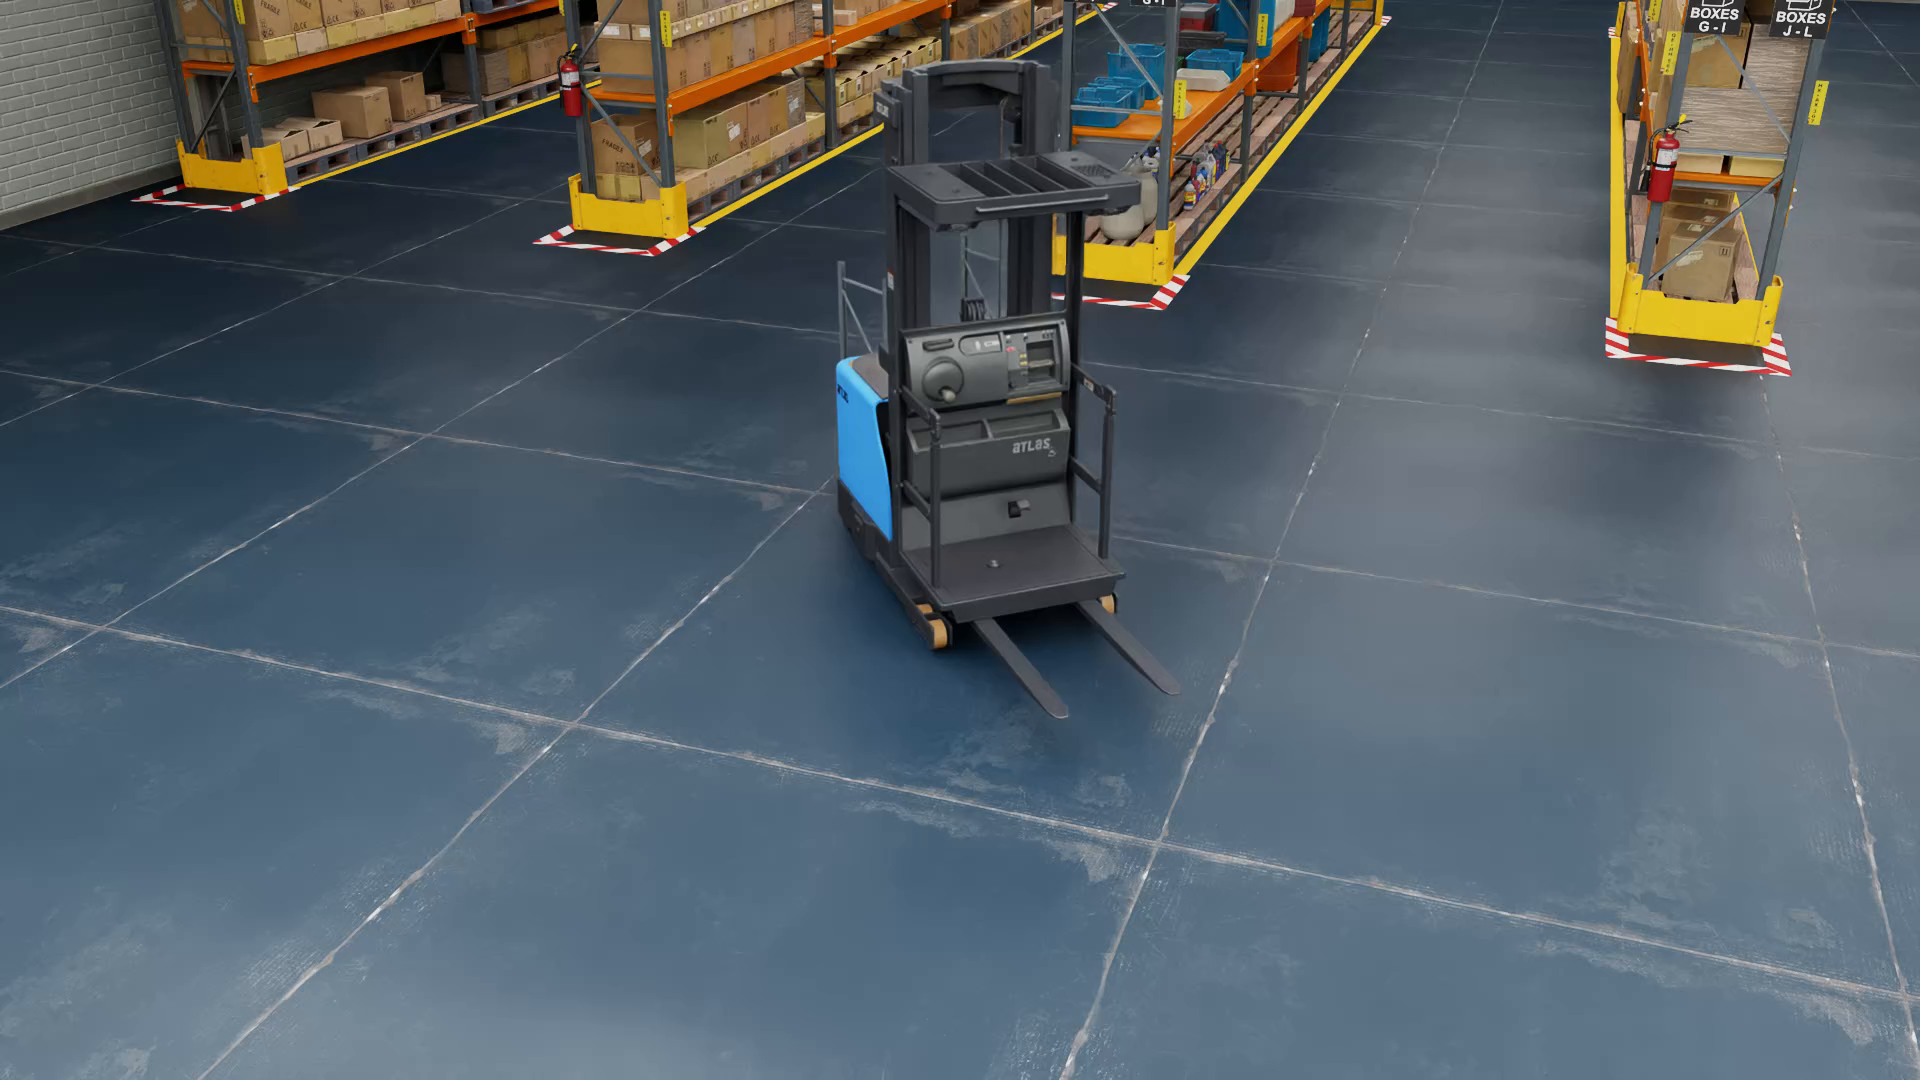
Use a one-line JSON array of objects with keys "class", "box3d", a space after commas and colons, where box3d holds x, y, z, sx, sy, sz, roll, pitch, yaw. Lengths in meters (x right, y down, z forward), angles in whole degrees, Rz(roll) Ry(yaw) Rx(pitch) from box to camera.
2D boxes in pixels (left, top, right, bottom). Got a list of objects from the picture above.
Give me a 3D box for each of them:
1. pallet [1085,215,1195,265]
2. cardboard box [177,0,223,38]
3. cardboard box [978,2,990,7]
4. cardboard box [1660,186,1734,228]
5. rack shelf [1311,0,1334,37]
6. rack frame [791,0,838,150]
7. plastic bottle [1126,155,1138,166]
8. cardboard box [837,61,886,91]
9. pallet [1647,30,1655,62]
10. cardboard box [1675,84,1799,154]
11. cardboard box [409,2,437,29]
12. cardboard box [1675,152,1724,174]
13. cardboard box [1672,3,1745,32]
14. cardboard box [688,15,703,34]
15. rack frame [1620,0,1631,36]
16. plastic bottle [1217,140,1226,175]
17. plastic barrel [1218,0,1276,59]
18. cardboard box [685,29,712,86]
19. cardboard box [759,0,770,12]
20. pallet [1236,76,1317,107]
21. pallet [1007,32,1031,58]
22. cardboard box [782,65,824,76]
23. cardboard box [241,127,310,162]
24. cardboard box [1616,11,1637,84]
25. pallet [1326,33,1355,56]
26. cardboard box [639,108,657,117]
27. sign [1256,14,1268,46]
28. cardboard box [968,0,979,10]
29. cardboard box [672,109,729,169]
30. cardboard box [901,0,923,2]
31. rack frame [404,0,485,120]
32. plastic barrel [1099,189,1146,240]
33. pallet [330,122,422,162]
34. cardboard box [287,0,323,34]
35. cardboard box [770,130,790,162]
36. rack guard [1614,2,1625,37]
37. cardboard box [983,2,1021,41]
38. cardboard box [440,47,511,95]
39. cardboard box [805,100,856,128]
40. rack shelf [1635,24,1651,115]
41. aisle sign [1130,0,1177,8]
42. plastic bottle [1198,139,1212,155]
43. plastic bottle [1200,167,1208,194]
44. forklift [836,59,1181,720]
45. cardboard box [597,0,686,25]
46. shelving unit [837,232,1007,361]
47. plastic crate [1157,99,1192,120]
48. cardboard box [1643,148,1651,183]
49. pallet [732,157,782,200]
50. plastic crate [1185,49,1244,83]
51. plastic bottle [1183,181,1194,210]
[{"class": "pallet", "box3d": [1.633, -2.871, 15.937, 1.003, 0.211, 1.213, 9, 27, 17]}, {"class": "cardboard box", "box3d": [-8.010, -5.695, 17.859, 0.500, 0.500, 0.500, 8, 27, 17]}, {"class": "cardboard box", "box3d": [0.142, -8.095, 25.890, 0.500, 0.500, 0.500, 9, 27, 18]}, {"class": "cardboard box", "box3d": [6.891, -3.083, 15.561, 0.500, 0.500, 0.500, 6, 27, 13]}, {"class": "rack shelf", "box3d": [4.704, -7.540, 23.207, 1.077, 0.370, 4.000, 9, 27, 17]}, {"class": "rack frame", "box3d": [-1.962, -6.118, 19.444, 1.000, 3.000, 0.127, 9, 27, 17]}, {"class": "plastic bottle", "box3d": [1.781, -3.804, 17.199, 0.144, 0.351, 0.185, 10, 28, 20]}, {"class": "cardboard box", "box3d": [-1.247, -5.874, 20.969, 0.500, 0.311, 0.500, 8, 27, 16]}, {"class": "pallet", "box3d": [8.089, -5.418, 18.219, 1.003, 0.211, 1.213, 9, 27, 17]}, {"class": "cardboard box", "box3d": [6.256, -3.437, 13.451, 0.875, 0.500, 0.500, 9, 27, 17]}, {"class": "cardboard box", "box3d": [-6.680, -6.334, 20.040, 0.500, 0.250, 0.500, 9, 27, 18]}, {"class": "cardboard box", "box3d": [5.947, -3.070, 13.438, 0.380, 0.149, 0.250, 9, 27, 17]}, {"class": "cardboard box", "box3d": [6.158, -4.133, 13.742, 0.500, 0.500, 0.500, 9, 27, 17]}, {"class": "cardboard box", "box3d": [-2.790, -5.153, 16.591, 0.380, 0.149, 0.250, 9, 27, 18]}, {"class": "rack frame", "box3d": [11.371, -9.612, 26.659, 1.000, 3.000, 0.127, 9, 27, 17]}, {"class": "plastic bottle", "box3d": [2.765, -4.098, 17.806, 0.144, 0.351, 0.185, 8, 27, 16]}, {"class": "plastic barrel", "box3d": [3.122, -5.739, 18.086, 0.600, 0.901, 0.708, 9, 27, 17]}, {"class": "cardboard box", "box3d": [-2.956, -4.926, 16.867, 0.700, 0.500, 0.500, 9, 27, 19]}, {"class": "cardboard box", "box3d": [-2.275, -5.791, 17.909, 0.380, 0.149, 0.250, 10, 27, 19]}, {"class": "pallet", "box3d": [4.262, -6.117, 22.642, 1.003, 0.211, 1.213, 9, 27, 17]}, {"class": "pallet", "box3d": [0.465, -7.811, 26.140, 1.003, 0.211, 1.213, 9, 27, 17]}, {"class": "cardboard box", "box3d": [-1.931, -5.745, 20.703, 0.500, 0.311, 0.500, 10, 27, 19]}, {"class": "cardboard box", "box3d": [-7.651, -4.450, 18.580, 0.500, 0.311, 0.500, 6, 26, 12]}, {"class": "cardboard box", "box3d": [9.550, -6.567, 22.328, 1.225, 0.875, 0.875, 8, 27, 16]}, {"class": "pallet", "box3d": [5.578, -7.739, 25.991, 1.003, 0.211, 1.213, 9, 27, 17]}, {"class": "cardboard box", "box3d": [-3.077, -4.440, 17.791, 0.500, 0.500, 0.500, 9, 27, 17]}, {"class": "sign", "box3d": [3.223, -5.439, 17.723, 0.100, 0.325, 0.005, 9, 27, 17]}, {"class": "cardboard box", "box3d": [-0.024, -8.242, 25.334, 0.500, 0.250, 0.500, 9, 27, 18]}, {"class": "cardboard box", "box3d": [-2.741, -4.157, 17.207, 0.500, 0.500, 0.500, 9, 27, 17]}, {"class": "cardboard box", "box3d": [-0.670, -7.239, 22.048, 0.380, 0.149, 0.250, 9, 27, 17]}, {"class": "rack frame", "box3d": [-6.635, -6.835, 20.925, 1.000, 3.000, 0.127, 9, 27, 17]}, {"class": "plastic barrel", "box3d": [1.523, -3.105, 15.595, 0.421, 0.512, 0.421, 0, 26, 0]}, {"class": "pallet", "box3d": [-7.229, -4.796, 19.913, 1.003, 0.211, 1.213, 9, 27, 17]}, {"class": "cardboard box", "box3d": [-7.350, -5.825, 18.126, 0.500, 0.500, 0.500, 9, 27, 18]}, {"class": "cardboard box", "box3d": [-2.239, -4.436, 18.643, 0.500, 0.250, 0.500, 9, 27, 17]}, {"class": "rack guard", "box3d": [11.379, -8.496, 27.224, 1.175, 0.500, 0.348, 9, 27, 17]}, {"class": "cardboard box", "box3d": [0.634, -8.033, 25.762, 0.500, 0.500, 0.500, 9, 27, 18]}, {"class": "cardboard box", "box3d": [-6.406, -6.213, 22.003, 0.700, 0.500, 0.500, 10, 27, 19]}, {"class": "cardboard box", "box3d": [-1.594, -5.200, 20.220, 0.500, 0.250, 0.500, 8, 27, 16]}, {"class": "rack shelf", "box3d": [8.044, -5.178, 18.328, 1.077, 0.370, 4.000, 9, 27, 17]}, {"class": "aisle sign", "box3d": [1.629, -4.853, 13.847, 0.394, 0.787, 0.004, 9, 27, 17]}, {"class": "plastic bottle", "box3d": [2.629, -4.119, 17.849, 0.144, 0.351, 0.185, 9, 27, 17]}, {"class": "plastic bottle", "box3d": [2.488, -3.690, 17.055, 0.097, 0.271, 0.097, 0, 26, 0]}, {"class": "forklift", "box3d": [0.236, -0.929, 8.805, 1.130, 2.935, 3.031, -10, 27, -19]}, {"class": "cardboard box", "box3d": [-3.108, -5.315, 16.182, 0.700, 0.500, 0.500, 9, 27, 18]}, {"class": "shelving unit", "box3d": [-0.202, -1.136, 10.874, 1.083, 1.500, 0.587, -20, 32, -36]}, {"class": "plastic crate", "box3d": [1.978, -3.957, 15.283, 0.298, 0.136, 0.250, 9, 27, 17]}, {"class": "cardboard box", "box3d": [7.603, -4.002, 17.438, 0.700, 0.500, 0.500, 7, 27, 13]}, {"class": "pallet", "box3d": [-2.671, -4.039, 18.351, 1.003, 0.211, 1.213, 9, 27, 17]}, {"class": "plastic crate", "box3d": [2.595, -4.837, 16.969, 0.499, 0.251, 0.616, 9, 27, 17]}, {"class": "plastic bottle", "box3d": [2.274, -3.425, 16.507, 0.097, 0.271, 0.097, 0, 26, 0]}]
